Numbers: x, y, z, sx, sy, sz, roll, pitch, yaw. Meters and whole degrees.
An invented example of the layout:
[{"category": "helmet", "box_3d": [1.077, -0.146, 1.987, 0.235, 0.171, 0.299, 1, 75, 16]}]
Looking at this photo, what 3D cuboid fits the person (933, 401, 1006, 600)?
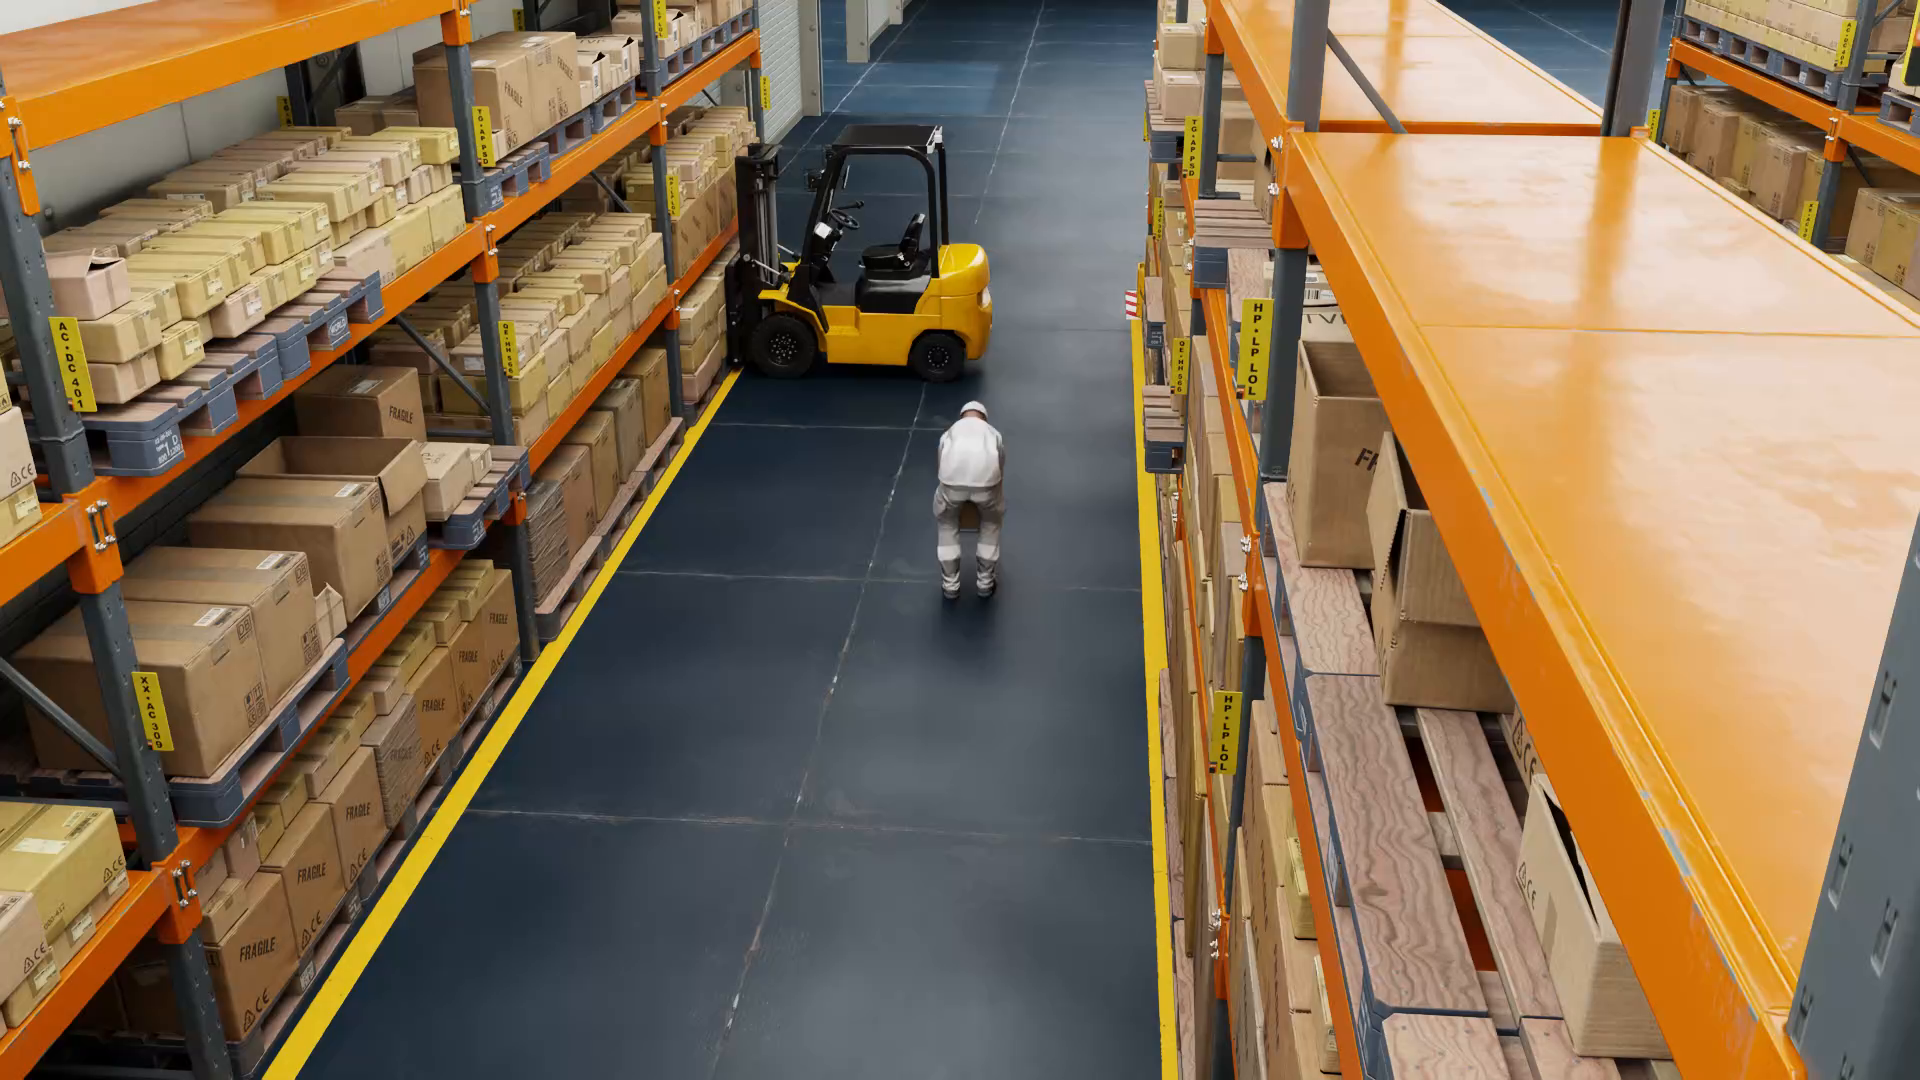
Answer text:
[{"category": "person", "box_3d": [0.073, -0.268, 11.330, 0.492, 1.166, 0.958, 1, 24, 2]}]
